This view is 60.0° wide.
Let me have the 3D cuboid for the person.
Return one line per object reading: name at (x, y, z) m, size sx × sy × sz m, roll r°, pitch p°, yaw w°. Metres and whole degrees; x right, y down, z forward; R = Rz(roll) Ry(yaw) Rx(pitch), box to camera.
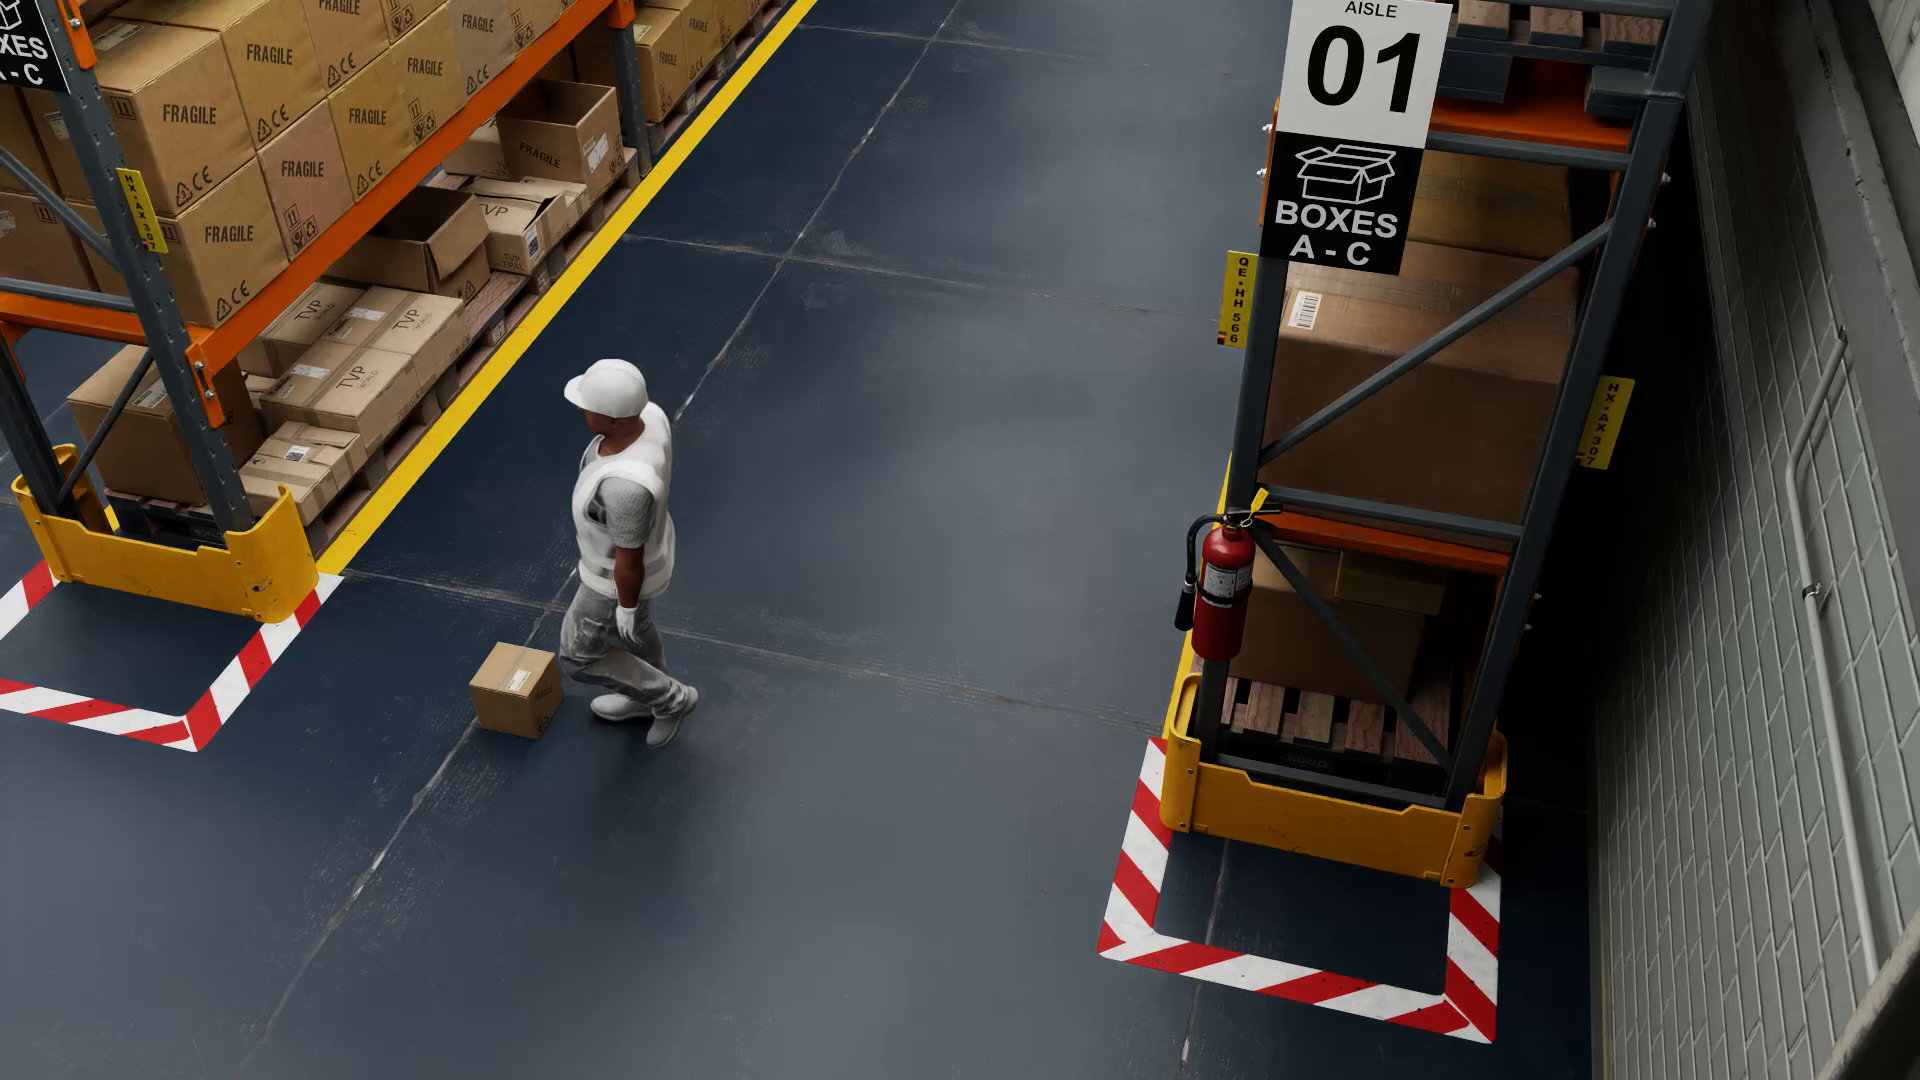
person at (-1.238, 0.079, 6.021) m, size 0.485 × 1.775 × 0.591 m, roll -1°, pitch 41°, yaw -1°
